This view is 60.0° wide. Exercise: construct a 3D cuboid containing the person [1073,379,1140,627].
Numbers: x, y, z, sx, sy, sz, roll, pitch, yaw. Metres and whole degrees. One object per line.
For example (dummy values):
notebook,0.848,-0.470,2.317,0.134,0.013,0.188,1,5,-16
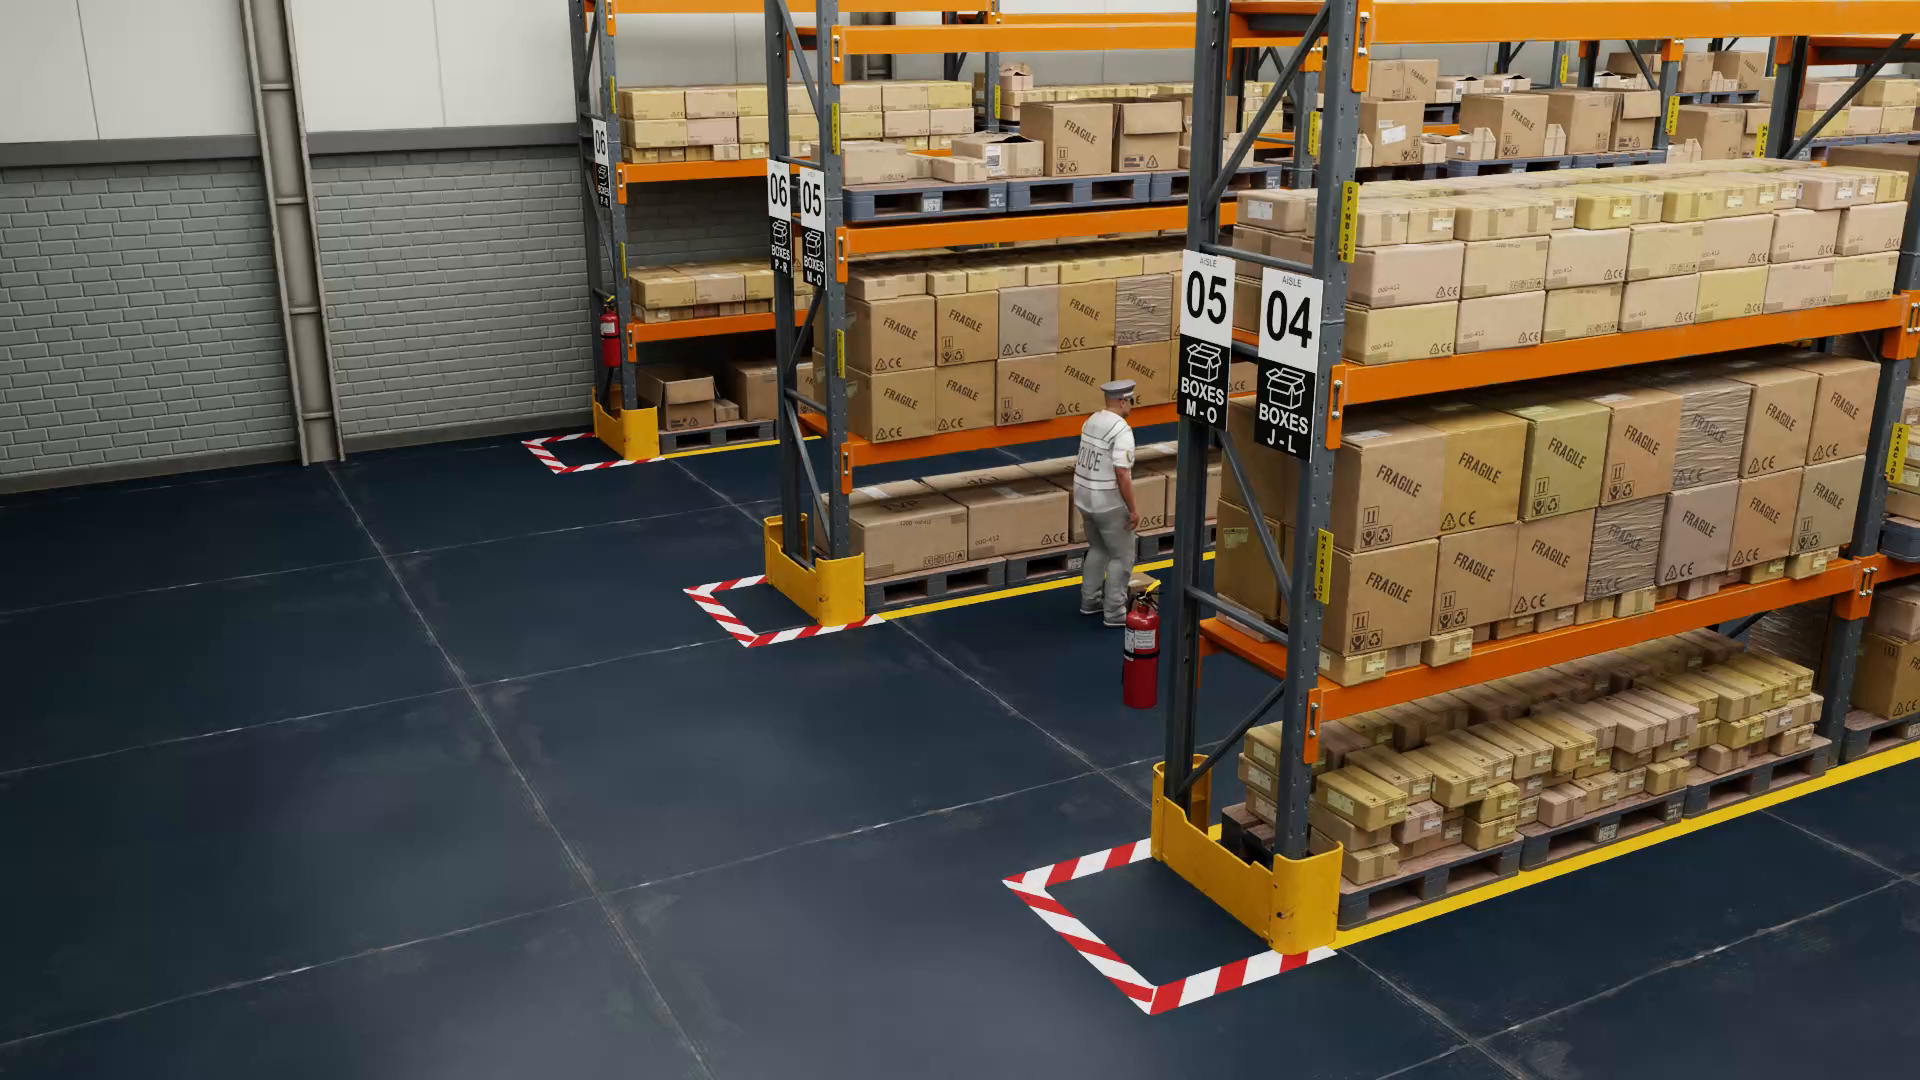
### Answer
person,1.049,-0.267,11.851,0.436,1.748,0.586,-9,21,-26
